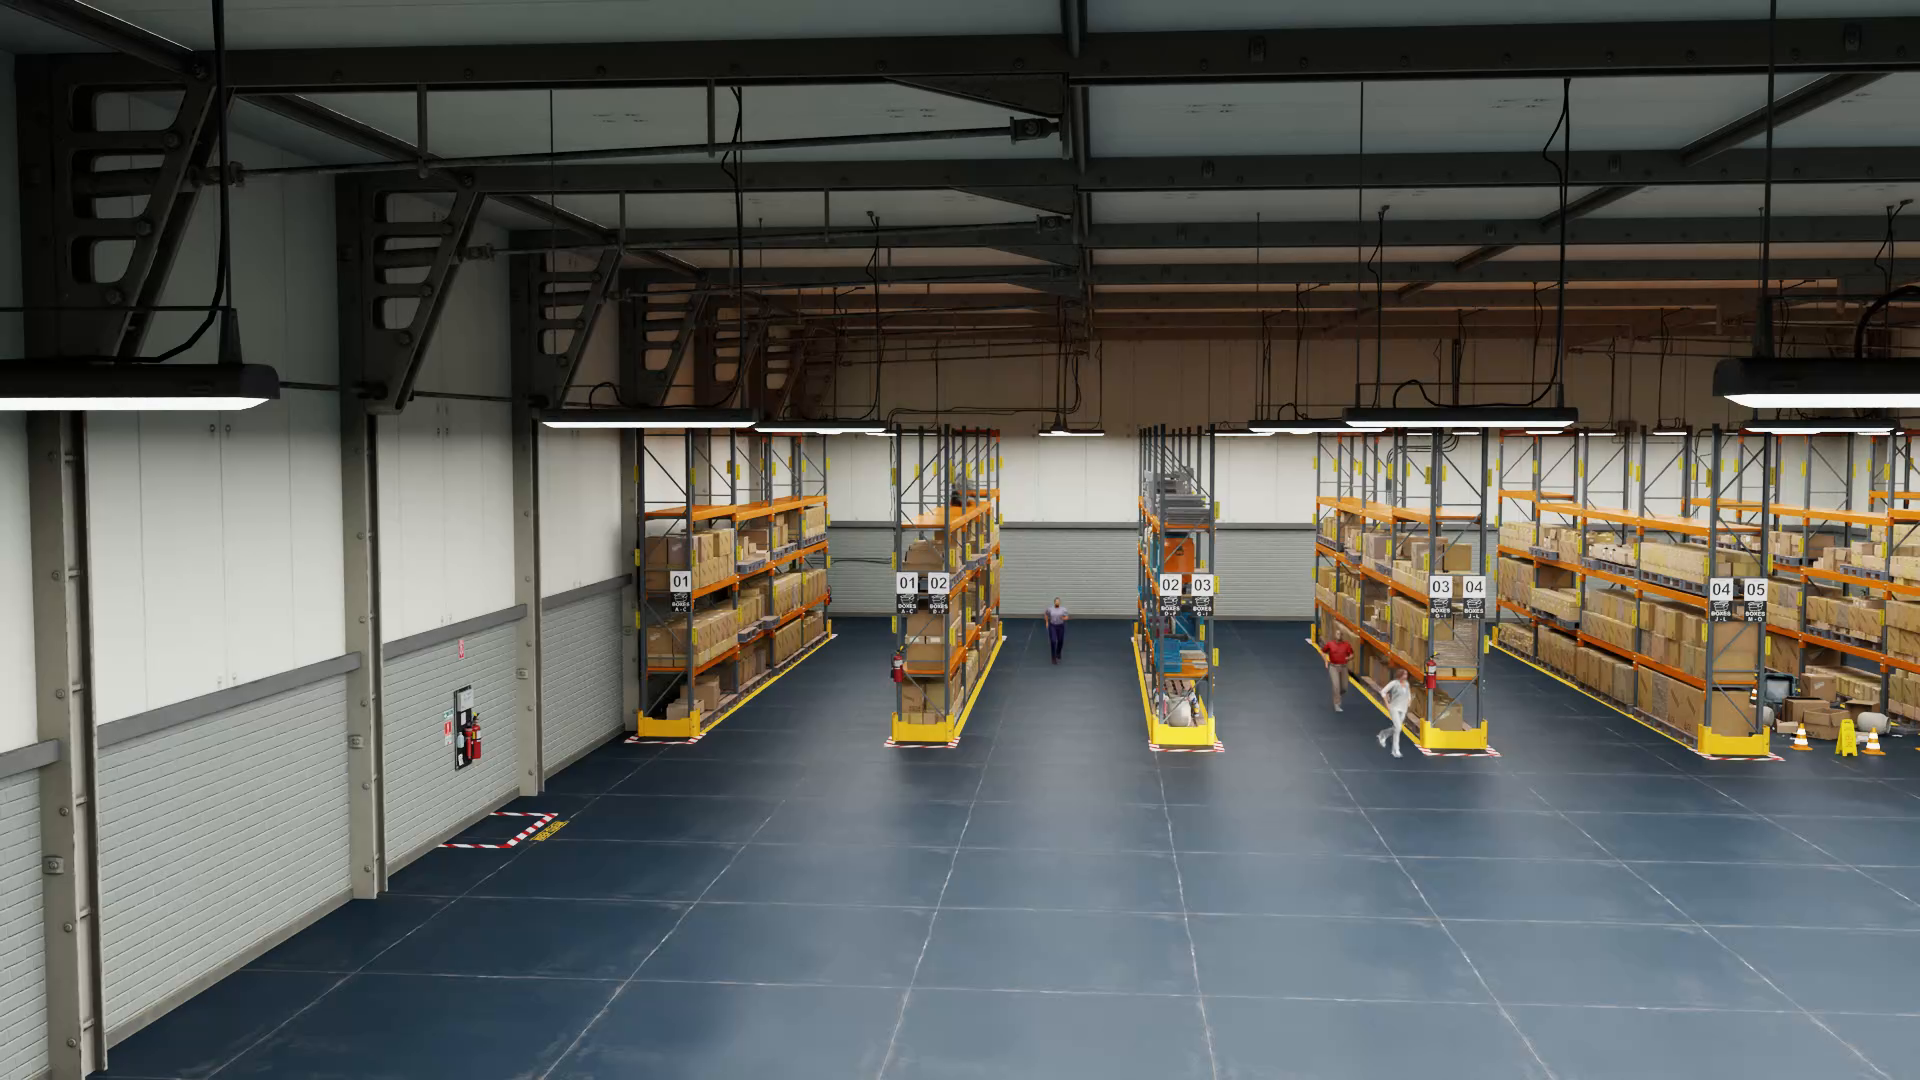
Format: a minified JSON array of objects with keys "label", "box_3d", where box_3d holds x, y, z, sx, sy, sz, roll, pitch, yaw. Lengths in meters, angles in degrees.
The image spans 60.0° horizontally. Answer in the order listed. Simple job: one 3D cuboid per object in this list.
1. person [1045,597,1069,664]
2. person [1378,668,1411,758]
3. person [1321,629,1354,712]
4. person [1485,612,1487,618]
[{"label":"person","box_3d":[2.482,2.296,42.555,0.595,1.667,0.903,0,3,-4]},{"label":"person","box_3d":[7.933,3.113,30.241,0.576,1.583,0.777,-2,4,-23]},{"label":"person","box_3d":[7.971,2.734,35.062,0.676,1.694,0.907,0,3,0]},{"label":"person","box_3d":[13.422,2.239,43.384,0.601,1.740,0.824,0,3,4]}]
